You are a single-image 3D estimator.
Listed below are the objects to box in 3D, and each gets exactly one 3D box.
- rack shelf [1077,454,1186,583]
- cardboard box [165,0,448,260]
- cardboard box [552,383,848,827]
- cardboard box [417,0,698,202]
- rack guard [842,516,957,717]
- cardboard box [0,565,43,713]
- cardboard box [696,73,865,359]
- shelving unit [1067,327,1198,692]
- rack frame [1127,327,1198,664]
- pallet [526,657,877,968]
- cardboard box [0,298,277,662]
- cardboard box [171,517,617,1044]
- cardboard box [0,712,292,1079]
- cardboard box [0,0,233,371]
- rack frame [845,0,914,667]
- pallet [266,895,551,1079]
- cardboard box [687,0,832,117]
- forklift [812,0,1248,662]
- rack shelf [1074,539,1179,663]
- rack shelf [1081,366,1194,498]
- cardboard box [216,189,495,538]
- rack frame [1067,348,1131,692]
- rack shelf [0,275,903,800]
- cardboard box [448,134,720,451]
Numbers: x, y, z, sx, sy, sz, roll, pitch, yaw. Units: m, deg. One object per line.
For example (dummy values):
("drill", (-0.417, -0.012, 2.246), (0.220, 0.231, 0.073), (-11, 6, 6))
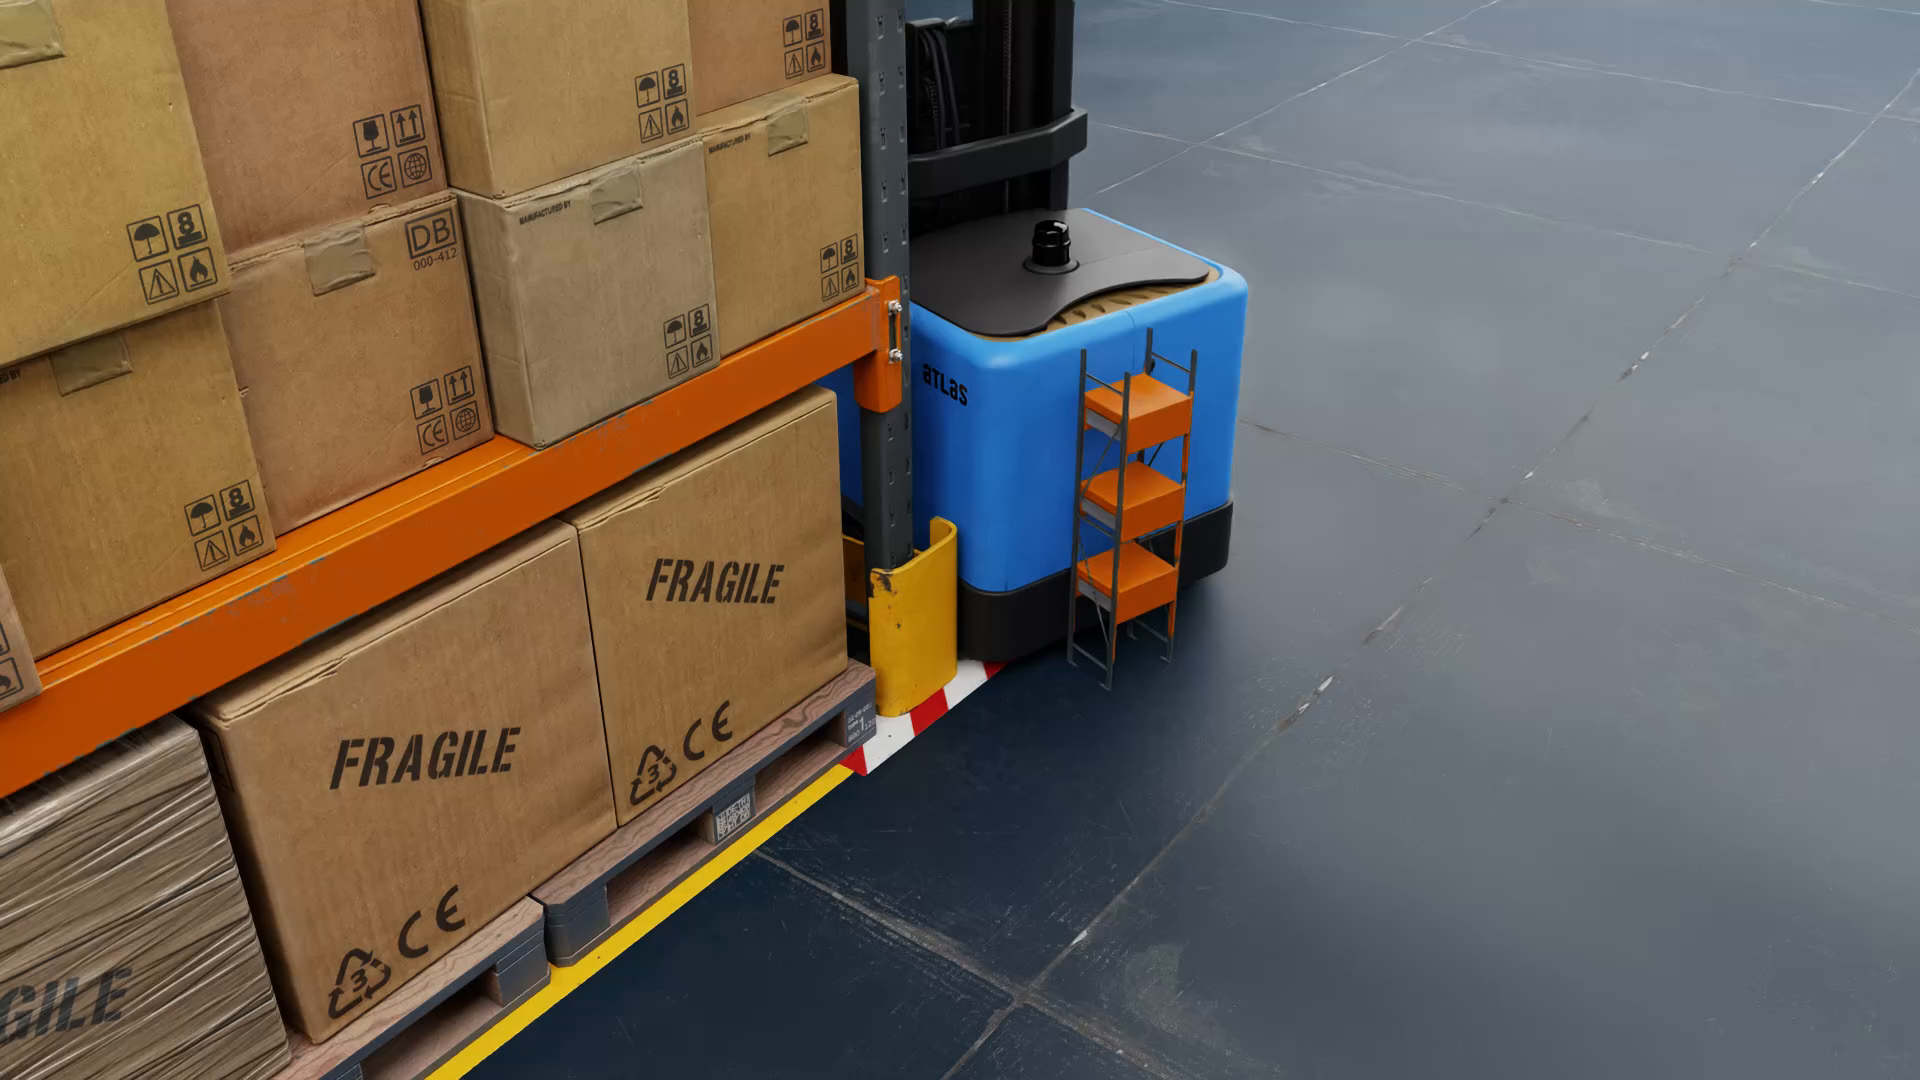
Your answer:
("rack shelf", (0.491, -0.065, 4.848), (0.240, 0.259, 0.215), (-21, 37, -31))
("cardboard box", (-1.526, -0.949, 3.203), (0.875, 0.550, 0.550), (21, 37, 31))
("cardboard box", (-0.923, 0.033, 4.425), (0.875, 0.875, 0.875), (21, 37, 32))
("cardboard box", (-1.079, -1.135, 3.517), (0.875, 0.550, 0.550), (21, 37, 31))
("rack guard", (-0.552, 0.069, 5.143), (1.175, 0.500, 0.348), (21, 37, 31))
("cardboard box", (-2.034, -0.003, 2.665), (0.875, 0.550, 0.550), (21, 37, 31))
("cardboard box", (-0.754, -0.896, 4.173), (0.875, 0.550, 0.550), (21, 37, 31))
("shelving unit", (0.491, -0.074, 4.843), (0.252, 1.050, 0.215), (-21, 37, -31))
("rack frame", (0.589, -0.111, 4.905), (0.008, 1.050, 0.200), (-21, 37, -31))
("pallet", (-0.986, 0.552, 4.612), (1.003, 0.211, 1.213), (21, 37, 31))
("cardboard box", (-1.794, -0.249, 3.081), (0.875, 0.550, 0.500), (21, 37, 31))
("cardboard box", (-1.452, 0.391, 3.820), (0.875, 0.875, 0.875), (20, 36, 31))
("cardboard box", (-2.004, 0.761, 3.196), (0.875, 0.875, 0.875), (21, 37, 32))
("cardboard box", (-1.742, -0.694, 2.772), (0.875, 0.550, 0.500), (21, 37, 31))
("rack frame", (-0.566, -0.997, 4.490), (1.000, 3.000, 0.127), (21, 37, 31))
("pallet", (-1.723, 1.046, 3.778), (1.003, 0.211, 1.213), (21, 37, 31))
("cardboard box", (-0.821, -1.387, 3.942), (0.875, 0.550, 0.550), (21, 37, 31))
("forklift", (-0.394, -1.590, 5.558), (1.130, 2.935, 3.031), (-21, 36, -31))
("rack shelf", (0.490, 0.174, 4.992), (0.240, 0.259, 0.215), (-21, 37, -31))
("rack shelf", (0.492, -0.308, 4.702), (0.240, 0.259, 0.215), (-21, 37, -31))
("cardboard box", (-1.507, -0.477, 3.466), (0.875, 0.550, 0.550), (21, 37, 31))
("rack frame", (0.393, -0.037, 4.781), (0.008, 1.050, 0.200), (-21, 37, -31))
("rack shelf", (-1.773, 0.126, 3.301), (1.077, 0.370, 4.000), (21, 37, 31))
("cardboard box", (-1.069, -0.666, 3.785), (0.875, 0.550, 0.550), (21, 37, 31))
